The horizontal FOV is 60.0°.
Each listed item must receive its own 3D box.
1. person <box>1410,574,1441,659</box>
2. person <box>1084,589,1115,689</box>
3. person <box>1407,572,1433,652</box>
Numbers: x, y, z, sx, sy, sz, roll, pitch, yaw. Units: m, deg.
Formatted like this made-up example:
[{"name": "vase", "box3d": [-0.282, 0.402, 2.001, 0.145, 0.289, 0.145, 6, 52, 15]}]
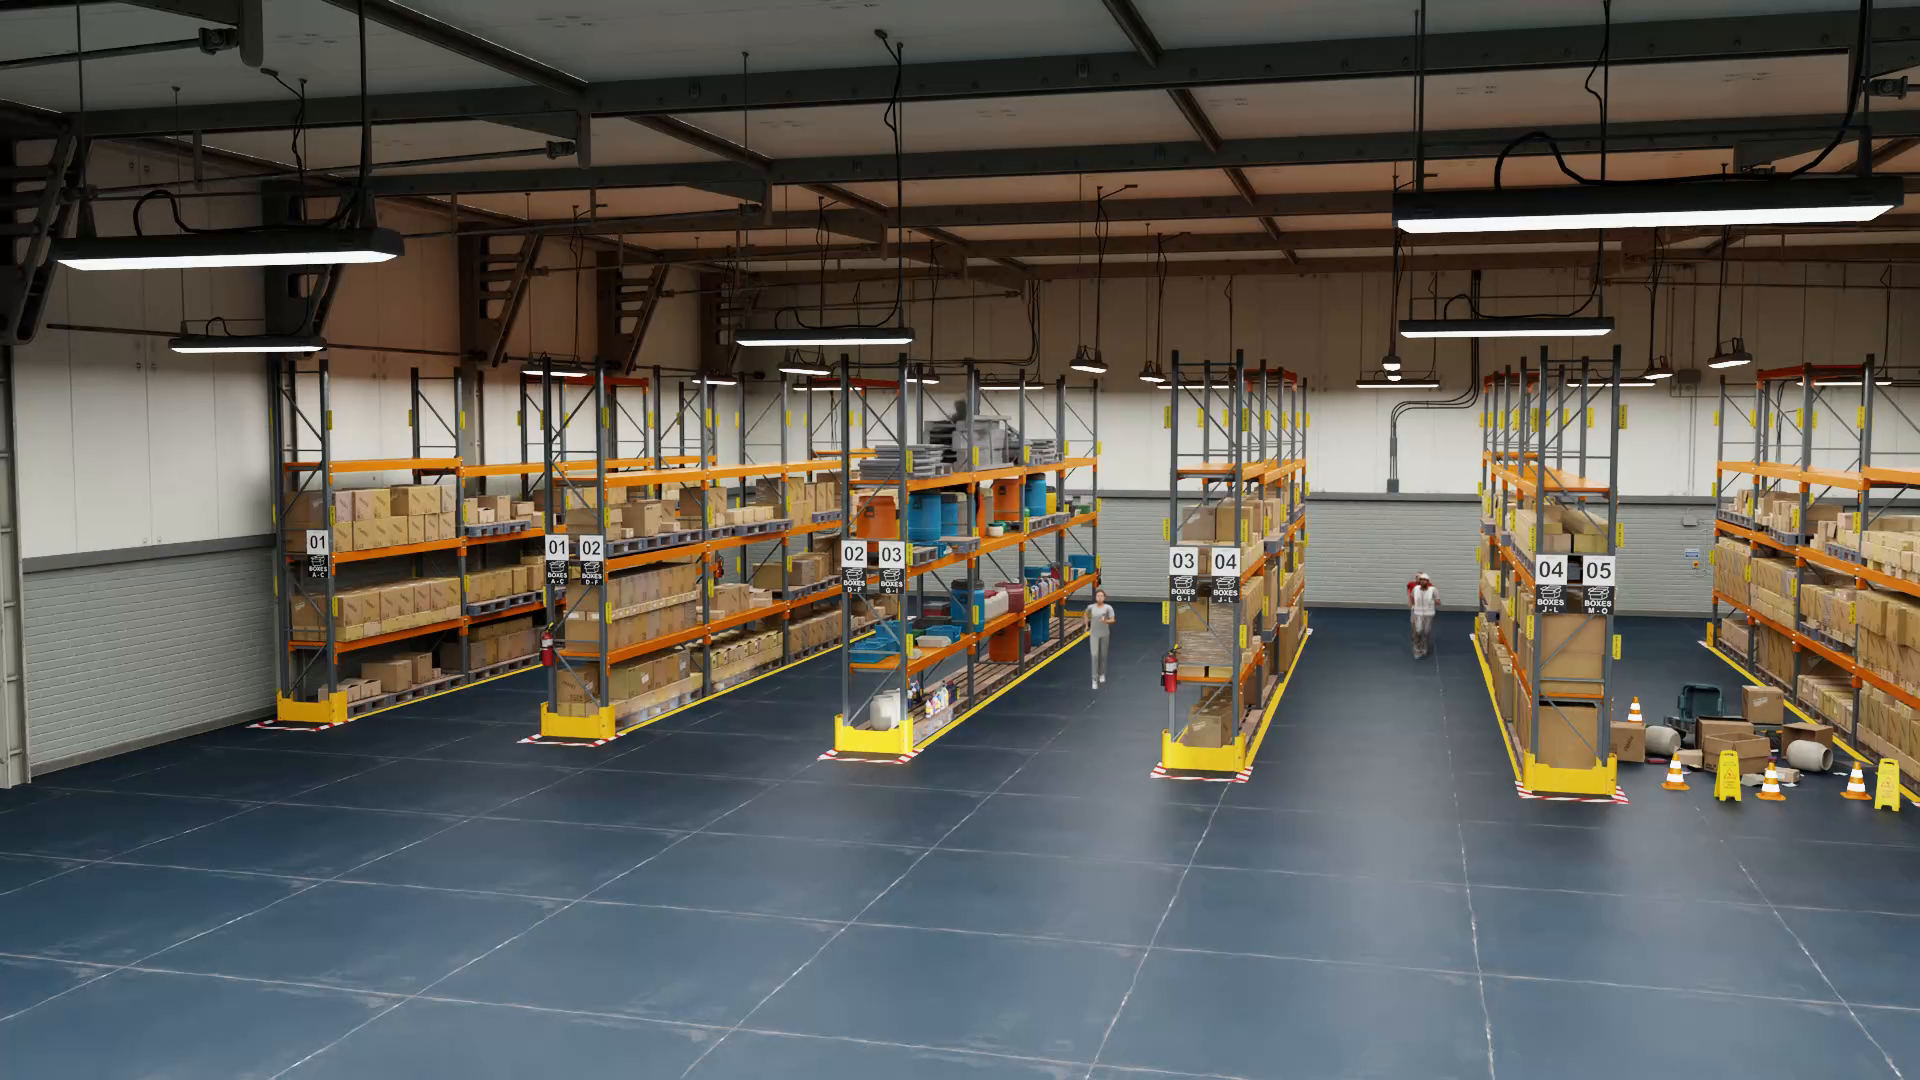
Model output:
[{"name": "person", "box3d": [9.775, 1.615, 34.990, 0.639, 1.824, 0.737, 1, 4, 19]}, {"name": "person", "box3d": [2.477, 1.738, 29.545, 0.543, 1.730, 0.786, 0, 4, 4]}, {"name": "person", "box3d": [10.085, 1.554, 36.351, 0.663, 1.744, 1.065, 2, 5, 24]}]
